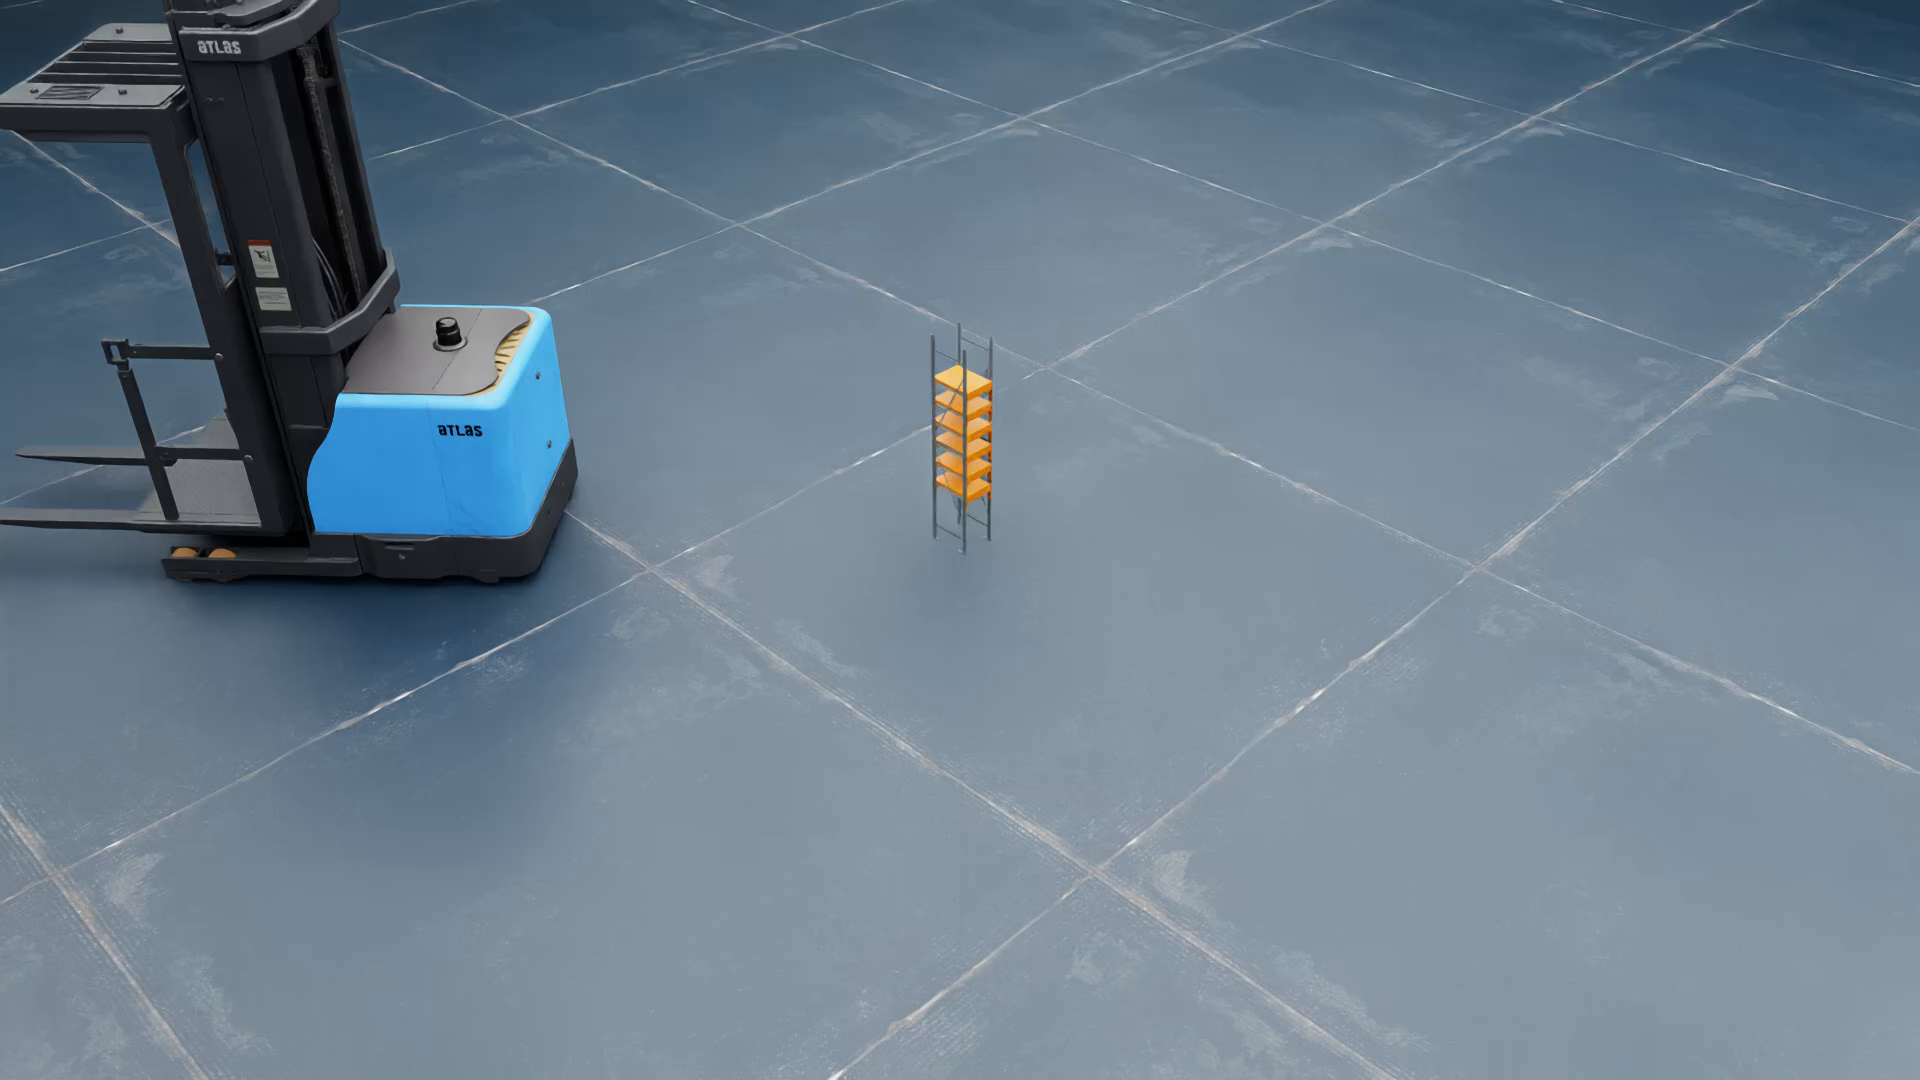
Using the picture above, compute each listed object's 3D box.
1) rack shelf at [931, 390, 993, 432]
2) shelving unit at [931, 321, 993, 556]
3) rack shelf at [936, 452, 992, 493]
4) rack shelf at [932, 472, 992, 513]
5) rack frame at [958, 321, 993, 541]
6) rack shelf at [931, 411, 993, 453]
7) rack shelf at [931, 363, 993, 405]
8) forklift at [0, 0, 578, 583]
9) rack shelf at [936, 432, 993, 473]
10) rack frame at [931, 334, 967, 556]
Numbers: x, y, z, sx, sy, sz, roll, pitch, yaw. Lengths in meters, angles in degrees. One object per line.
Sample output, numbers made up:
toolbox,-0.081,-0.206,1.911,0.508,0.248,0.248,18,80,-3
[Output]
rack shelf,0.010,-0.658,8.294,0.258,0.103,0.180,30,45,35
shelving unit,0.010,-0.498,8.406,0.258,1.200,0.189,30,45,35
rack shelf,0.010,-0.363,8.500,0.258,0.103,0.180,30,45,35
rack shelf,0.010,-0.265,8.569,0.258,0.103,0.180,30,45,35
rack frame,0.075,-0.535,8.459,0.240,1.200,0.006,30,45,35
rack shelf,0.010,-0.560,8.363,0.258,0.103,0.180,30,45,35
rack shelf,0.010,-0.757,8.225,0.258,0.103,0.180,30,45,35
forklift,-3.627,-1.291,8.030,3.031,2.935,1.130,1,35,2
rack shelf,0.010,-0.462,8.431,0.258,0.103,0.180,30,45,35
rack frame,-0.054,-0.461,8.353,0.240,1.200,0.006,30,45,35
